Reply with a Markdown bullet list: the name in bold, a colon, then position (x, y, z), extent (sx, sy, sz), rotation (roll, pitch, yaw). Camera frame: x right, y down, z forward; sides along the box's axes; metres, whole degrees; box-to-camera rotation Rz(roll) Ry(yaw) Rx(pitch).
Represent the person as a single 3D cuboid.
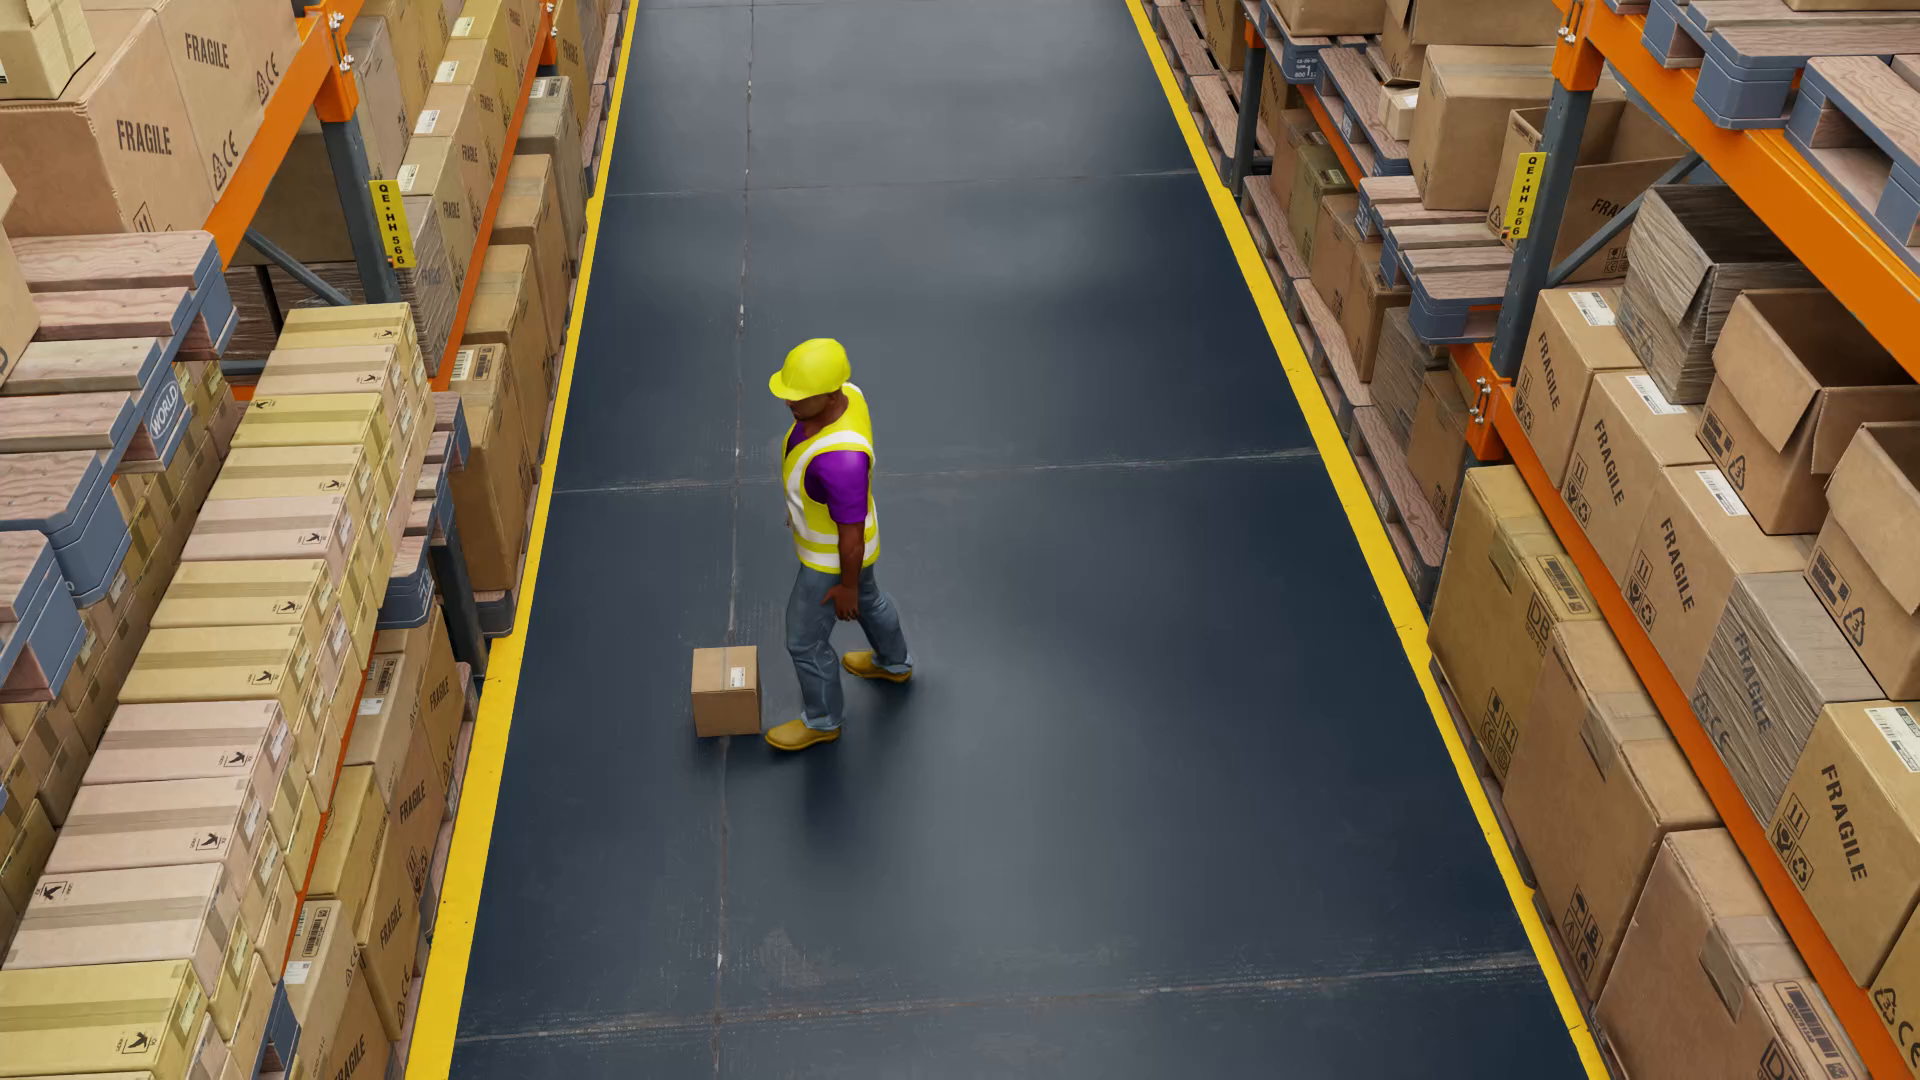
- **person**: position (-0.478, 0.001, 6.147), extent (0.606, 1.761, 0.608), rotation (-3, 39, -4)
